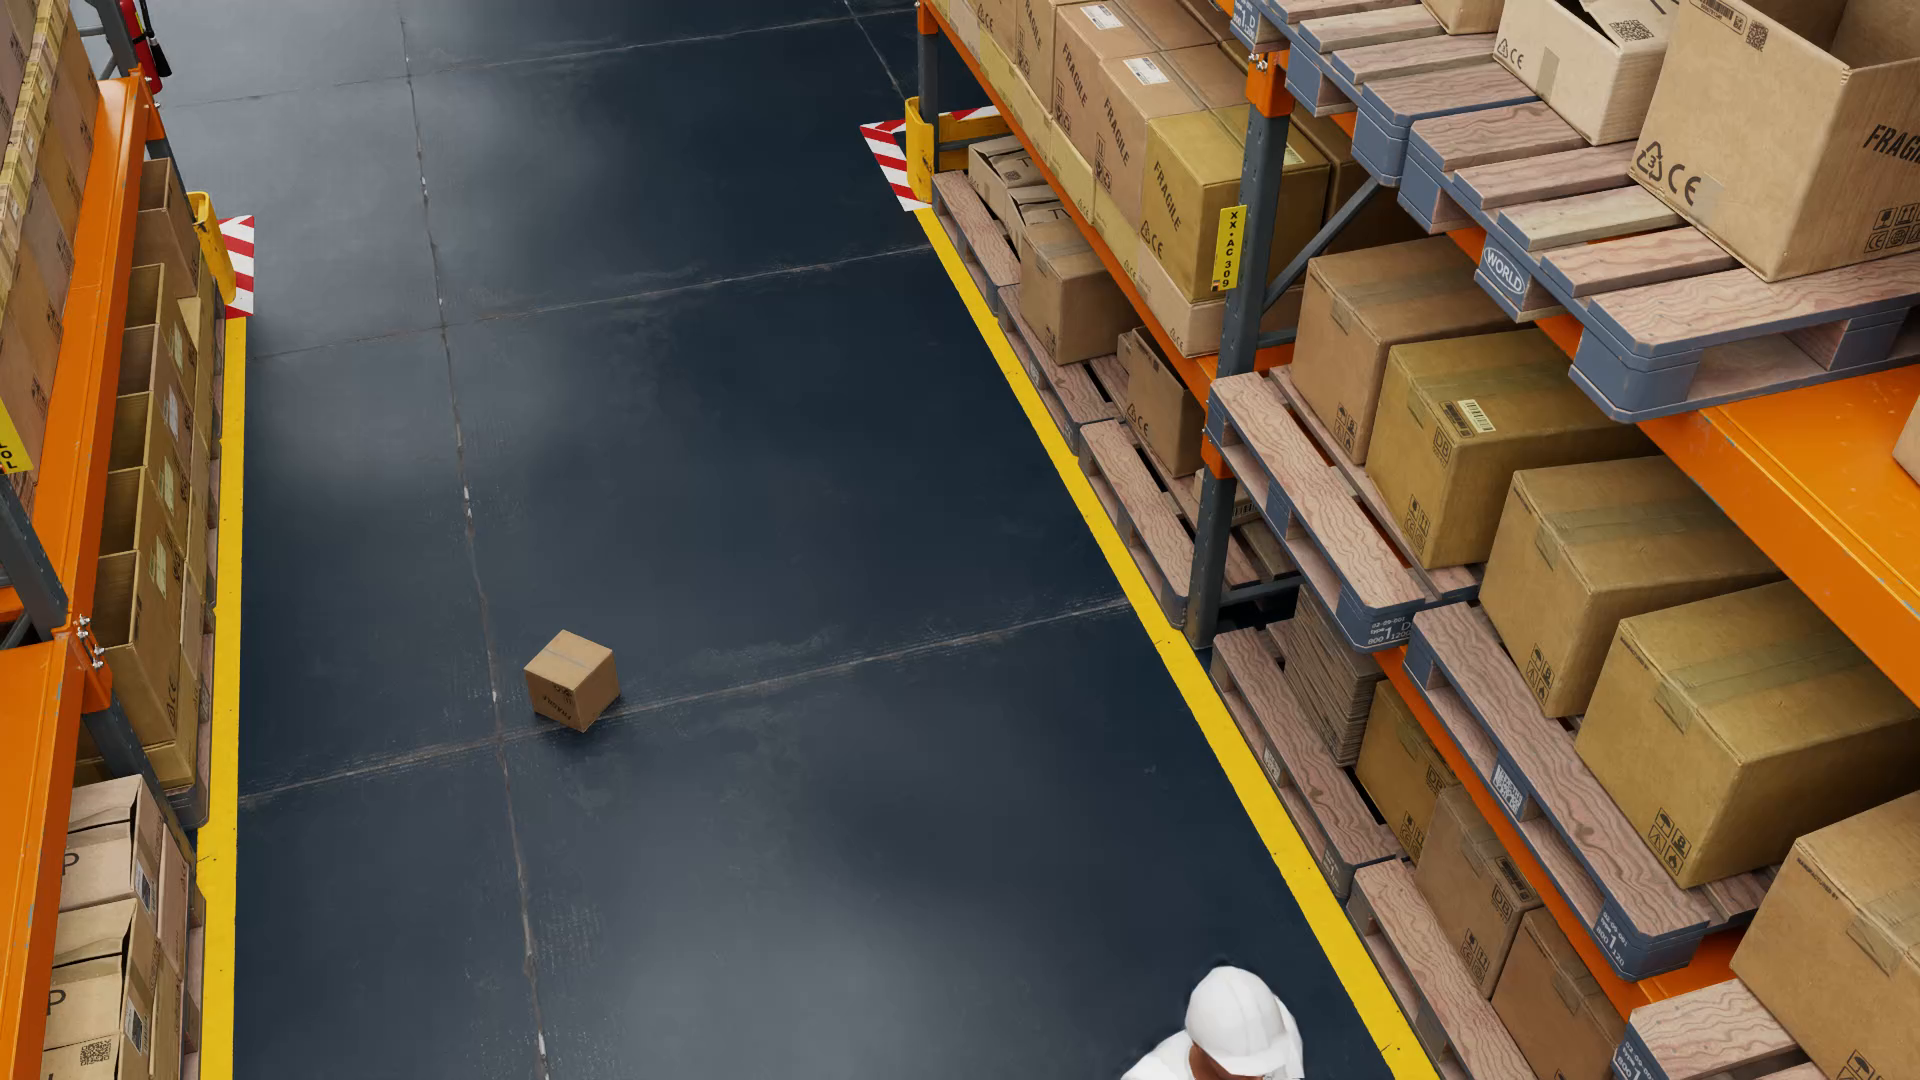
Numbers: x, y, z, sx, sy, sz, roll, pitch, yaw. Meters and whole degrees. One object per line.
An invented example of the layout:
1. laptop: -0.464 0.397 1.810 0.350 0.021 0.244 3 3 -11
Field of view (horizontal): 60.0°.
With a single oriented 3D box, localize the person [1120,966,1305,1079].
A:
1. person: 0.661 1.707 4.245 0.622 1.826 0.573 -20 46 -21
